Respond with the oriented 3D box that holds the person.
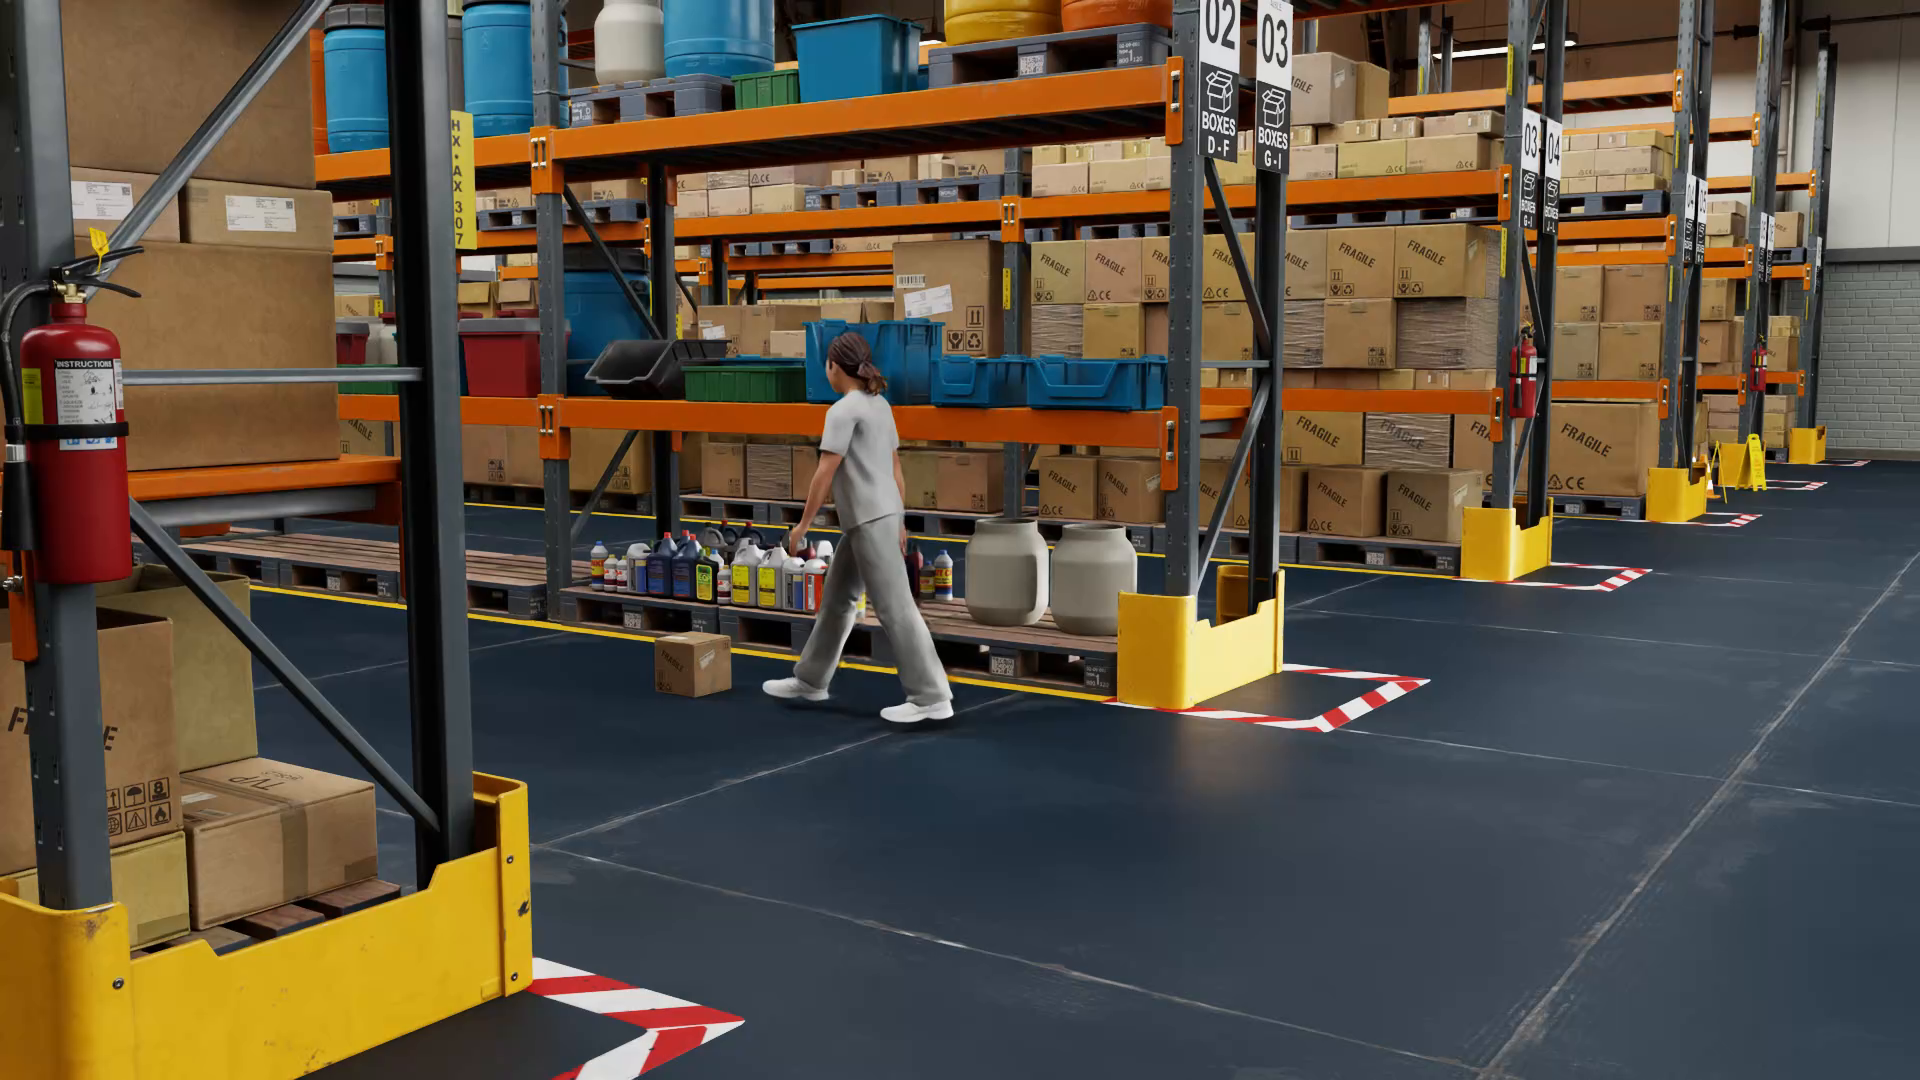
[{"bbox_3d":[-0.463,-0.067,7.041,0.925,1.622,0.455,2,7,13],"label":"person"}]
